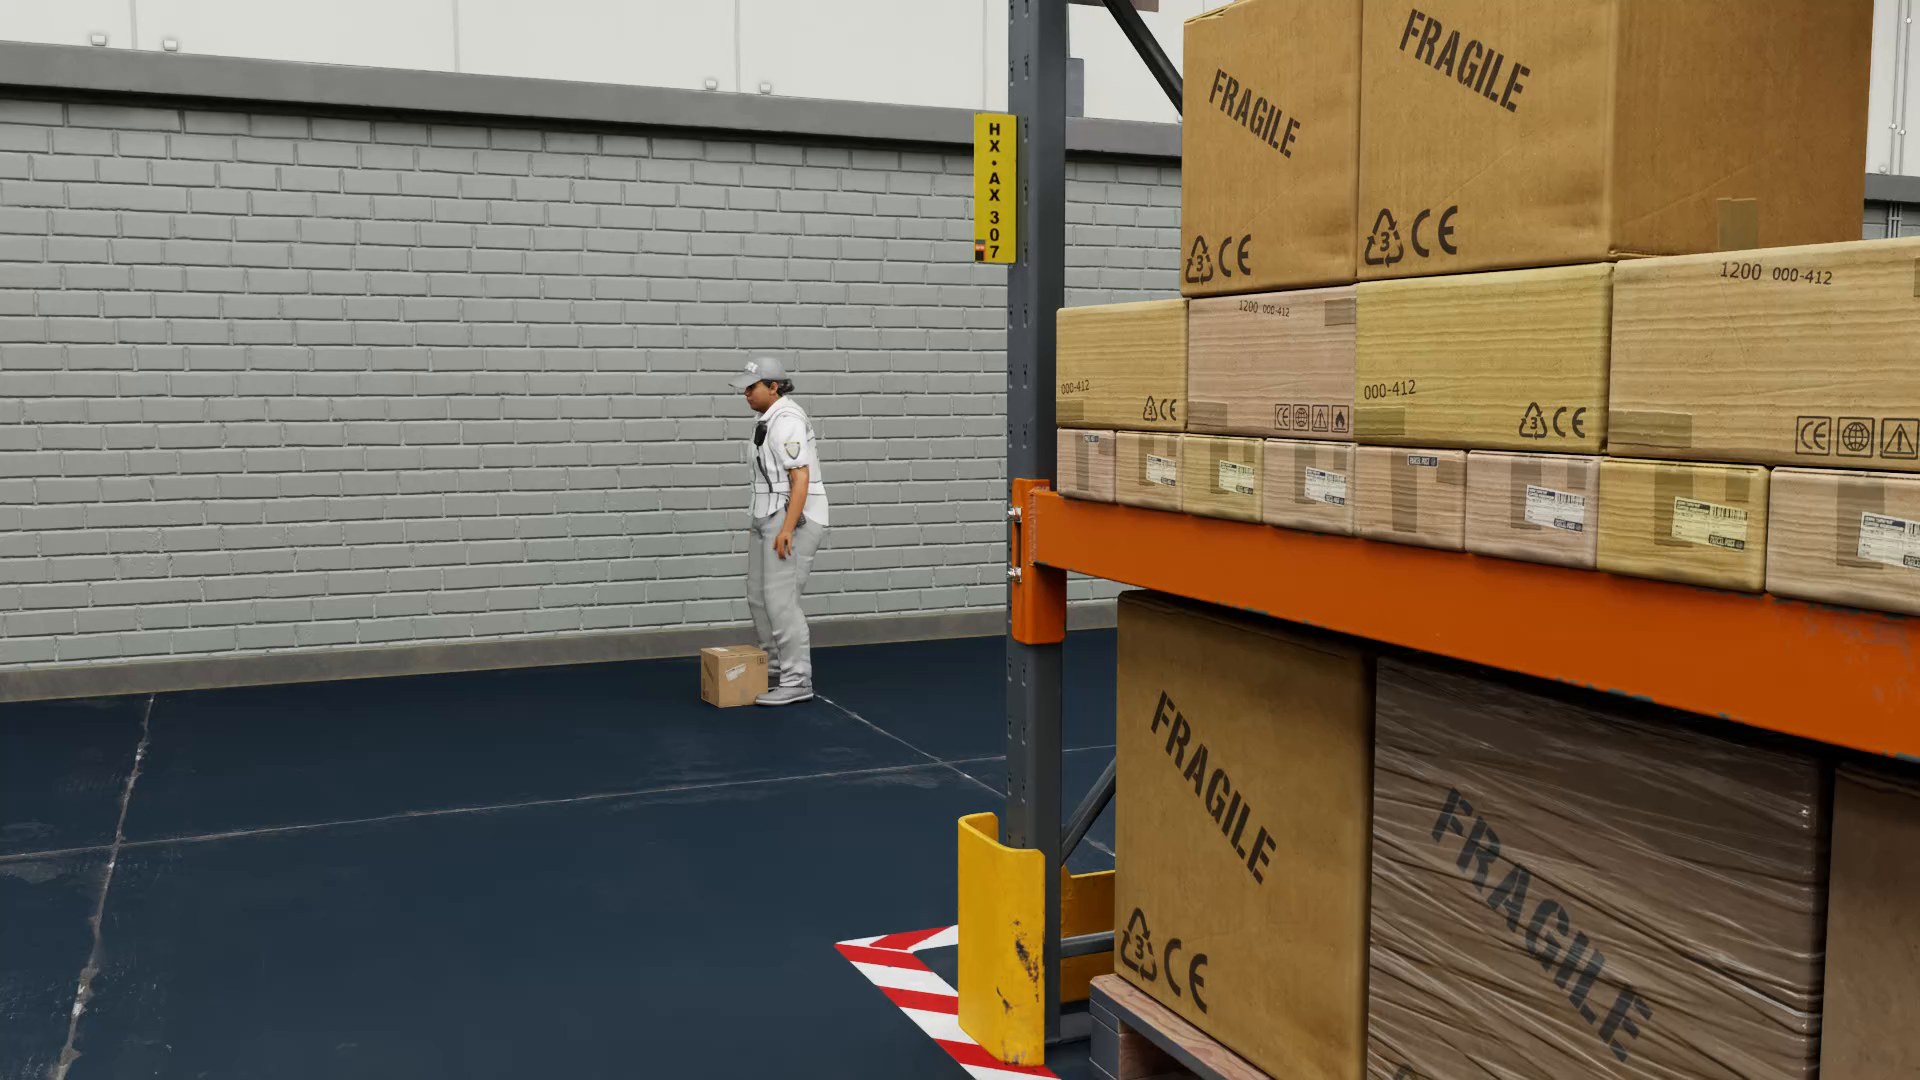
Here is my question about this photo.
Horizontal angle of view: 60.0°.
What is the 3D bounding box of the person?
[{"bbox_3d":[-0.893,-0.057,8.061,0.466,1.667,0.539,-2,6,-23],"label":"person"}]
